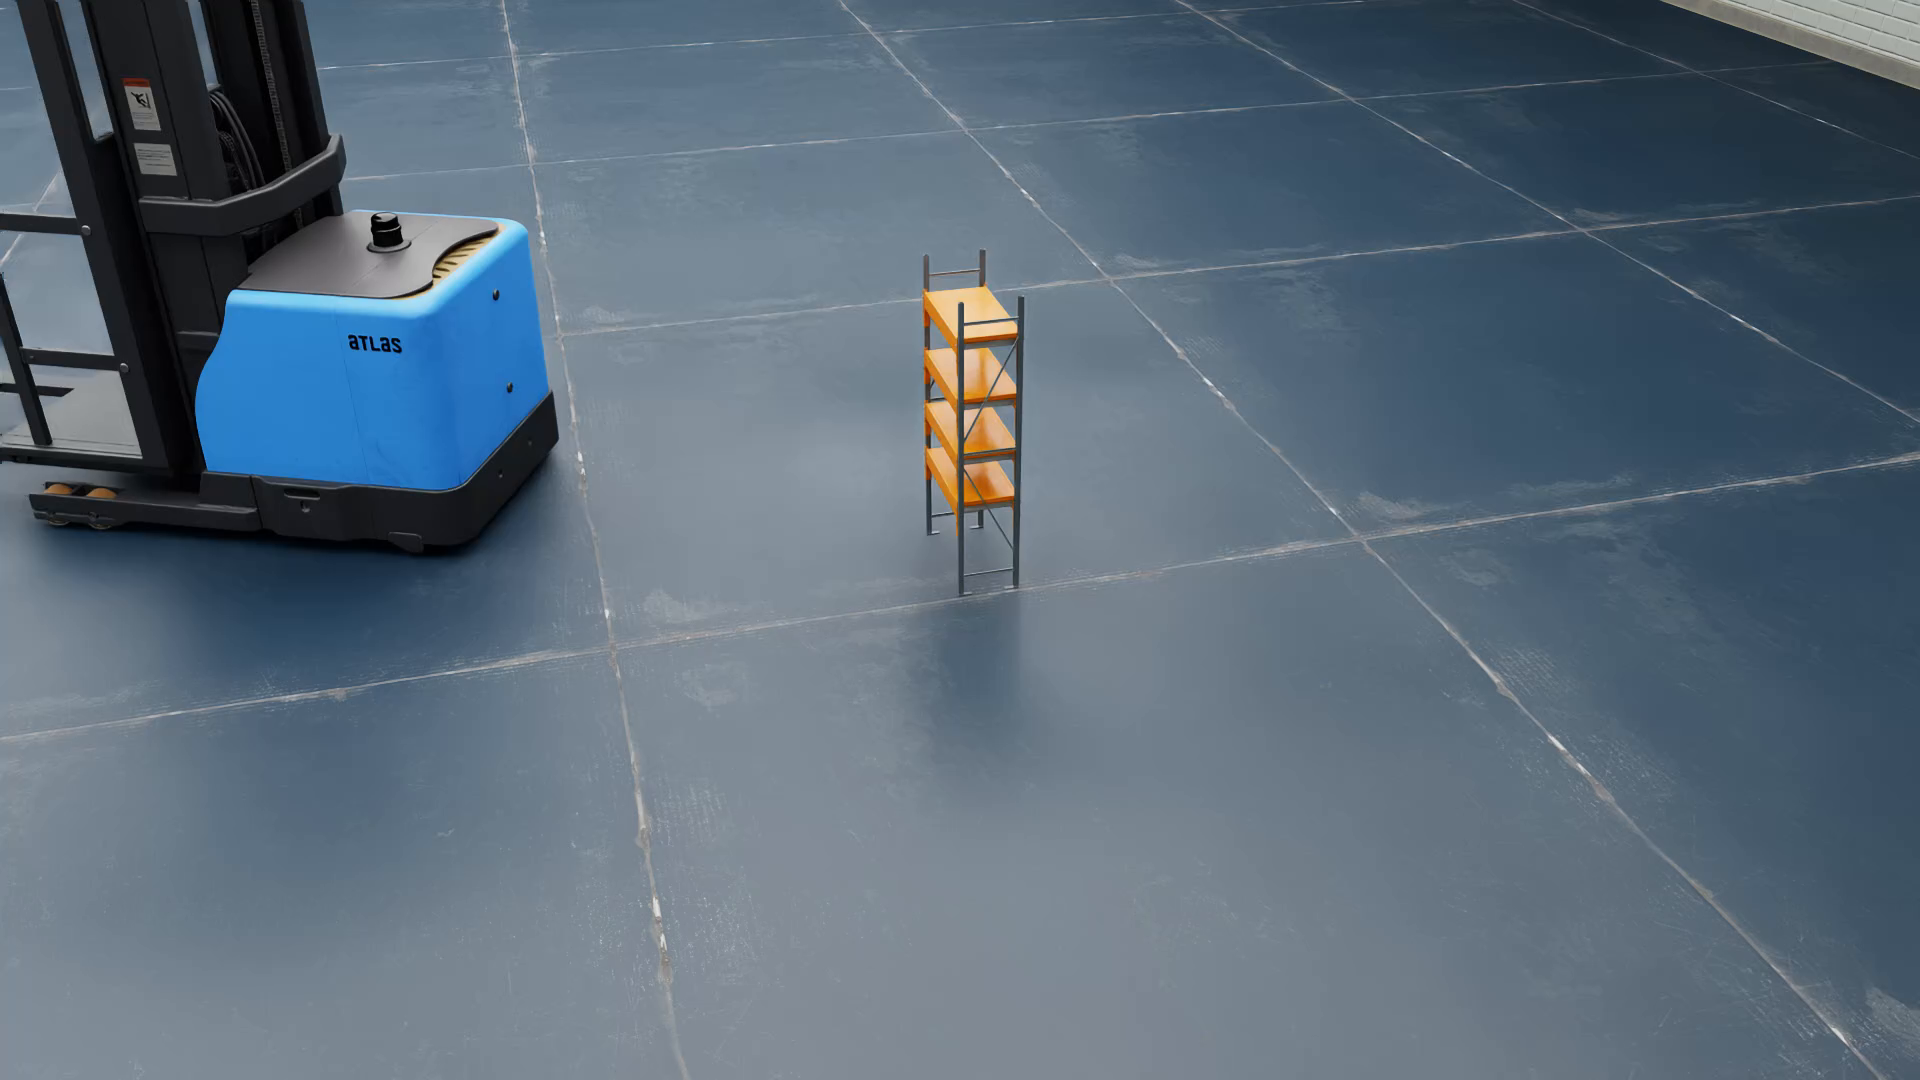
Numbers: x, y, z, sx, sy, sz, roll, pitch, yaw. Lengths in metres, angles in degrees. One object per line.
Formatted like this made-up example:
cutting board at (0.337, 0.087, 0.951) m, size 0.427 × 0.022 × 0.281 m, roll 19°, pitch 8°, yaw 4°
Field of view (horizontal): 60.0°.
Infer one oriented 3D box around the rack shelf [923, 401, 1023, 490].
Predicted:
rack shelf at (0.044, -0.381, 6.345) m, size 0.258 × 0.148 × 0.480 m, roll -8°, pitch 31°, yaw -13°

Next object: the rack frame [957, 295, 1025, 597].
rack frame at (0.109, -0.321, 6.108) m, size 0.240 × 1.200 × 0.015 m, roll -8°, pitch 31°, yaw -13°

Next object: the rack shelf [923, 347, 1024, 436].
rack shelf at (0.044, -0.575, 6.233) m, size 0.258 × 0.148 × 0.480 m, roll -8°, pitch 31°, yaw -13°

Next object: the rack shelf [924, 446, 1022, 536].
rack shelf at (0.044, -0.209, 6.444) m, size 0.258 × 0.148 × 0.480 m, roll -8°, pitch 31°, yaw -13°

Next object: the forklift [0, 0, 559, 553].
forklift at (-3.345, -1.565, 6.529) m, size 3.031 × 2.935 × 1.130 m, roll 5°, pitch 30°, yaw 9°

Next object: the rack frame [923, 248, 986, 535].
rack frame at (-0.021, -0.557, 6.515) m, size 0.240 × 1.200 × 0.015 m, roll -8°, pitch 31°, yaw -13°

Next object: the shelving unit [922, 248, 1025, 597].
shelving unit at (0.044, -0.439, 6.311) m, size 0.258 × 1.200 × 0.503 m, roll -8°, pitch 31°, yaw -13°

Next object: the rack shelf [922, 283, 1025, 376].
rack shelf at (0.044, -0.779, 6.114) m, size 0.258 × 0.148 × 0.480 m, roll -8°, pitch 31°, yaw -13°
